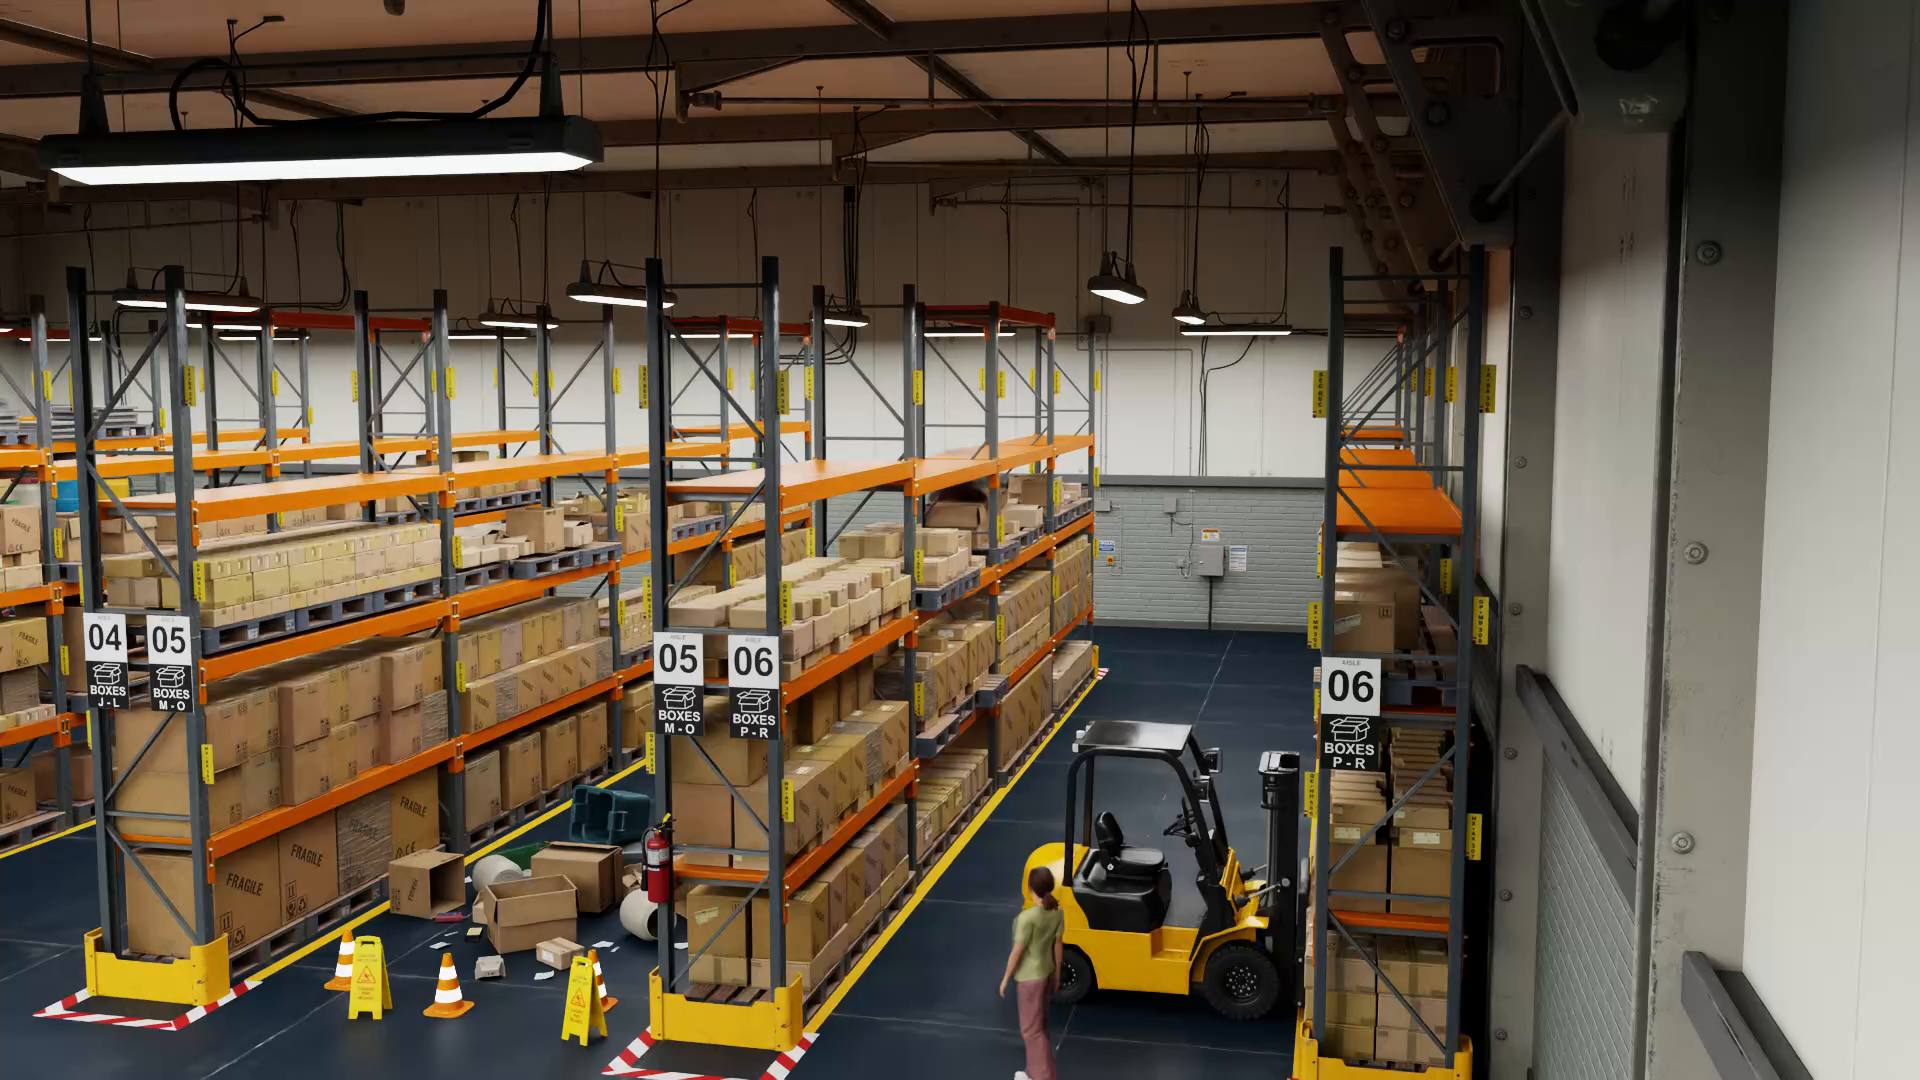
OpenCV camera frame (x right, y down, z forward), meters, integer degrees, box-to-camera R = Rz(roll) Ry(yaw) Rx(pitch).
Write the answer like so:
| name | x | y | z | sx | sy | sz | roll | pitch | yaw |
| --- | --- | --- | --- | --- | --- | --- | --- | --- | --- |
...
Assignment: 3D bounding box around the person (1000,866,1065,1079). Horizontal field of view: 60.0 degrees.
| name | x | y | z | sx | sy | sz | roll | pitch | yaw |
| --- | --- | --- | --- | --- | --- | --- | --- | --- | --- |
| person | 0.527 | 3.271 | 11.873 | 0.426 | 1.413 | 0.456 | 2 | 6 | 23 |
